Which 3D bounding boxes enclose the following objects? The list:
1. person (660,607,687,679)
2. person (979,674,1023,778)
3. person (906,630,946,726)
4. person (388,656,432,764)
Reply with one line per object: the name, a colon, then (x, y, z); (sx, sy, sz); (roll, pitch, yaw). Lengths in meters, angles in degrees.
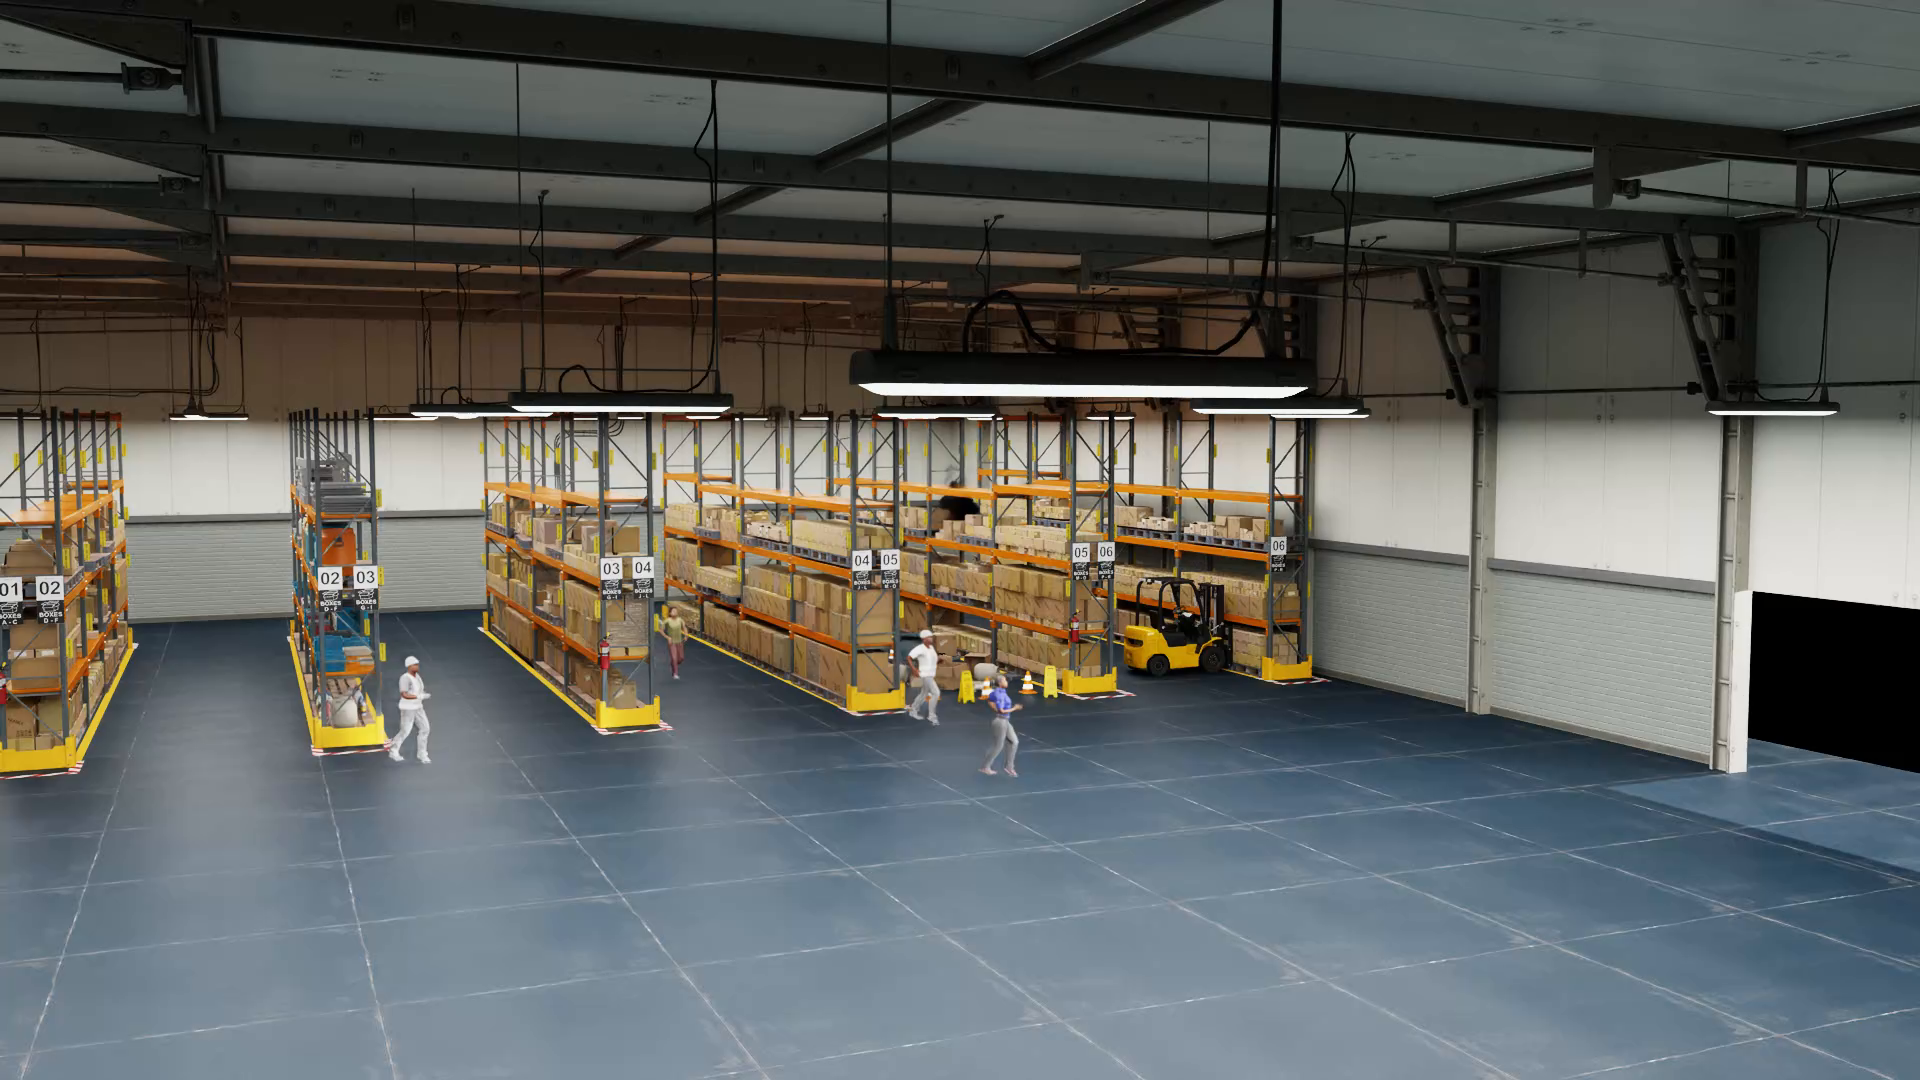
person: (-6.437, 2.292, 37.346); (0.624, 1.623, 0.596); (-2, 5, -30)
person: (0.669, 3.019, 26.845); (0.714, 1.714, 0.556); (1, 4, 8)
person: (-0.637, 2.624, 31.661); (0.776, 1.834, 0.672); (1, 4, 18)
person: (-9.227, 2.881, 27.972); (0.788, 1.860, 0.701); (1, 4, 10)
